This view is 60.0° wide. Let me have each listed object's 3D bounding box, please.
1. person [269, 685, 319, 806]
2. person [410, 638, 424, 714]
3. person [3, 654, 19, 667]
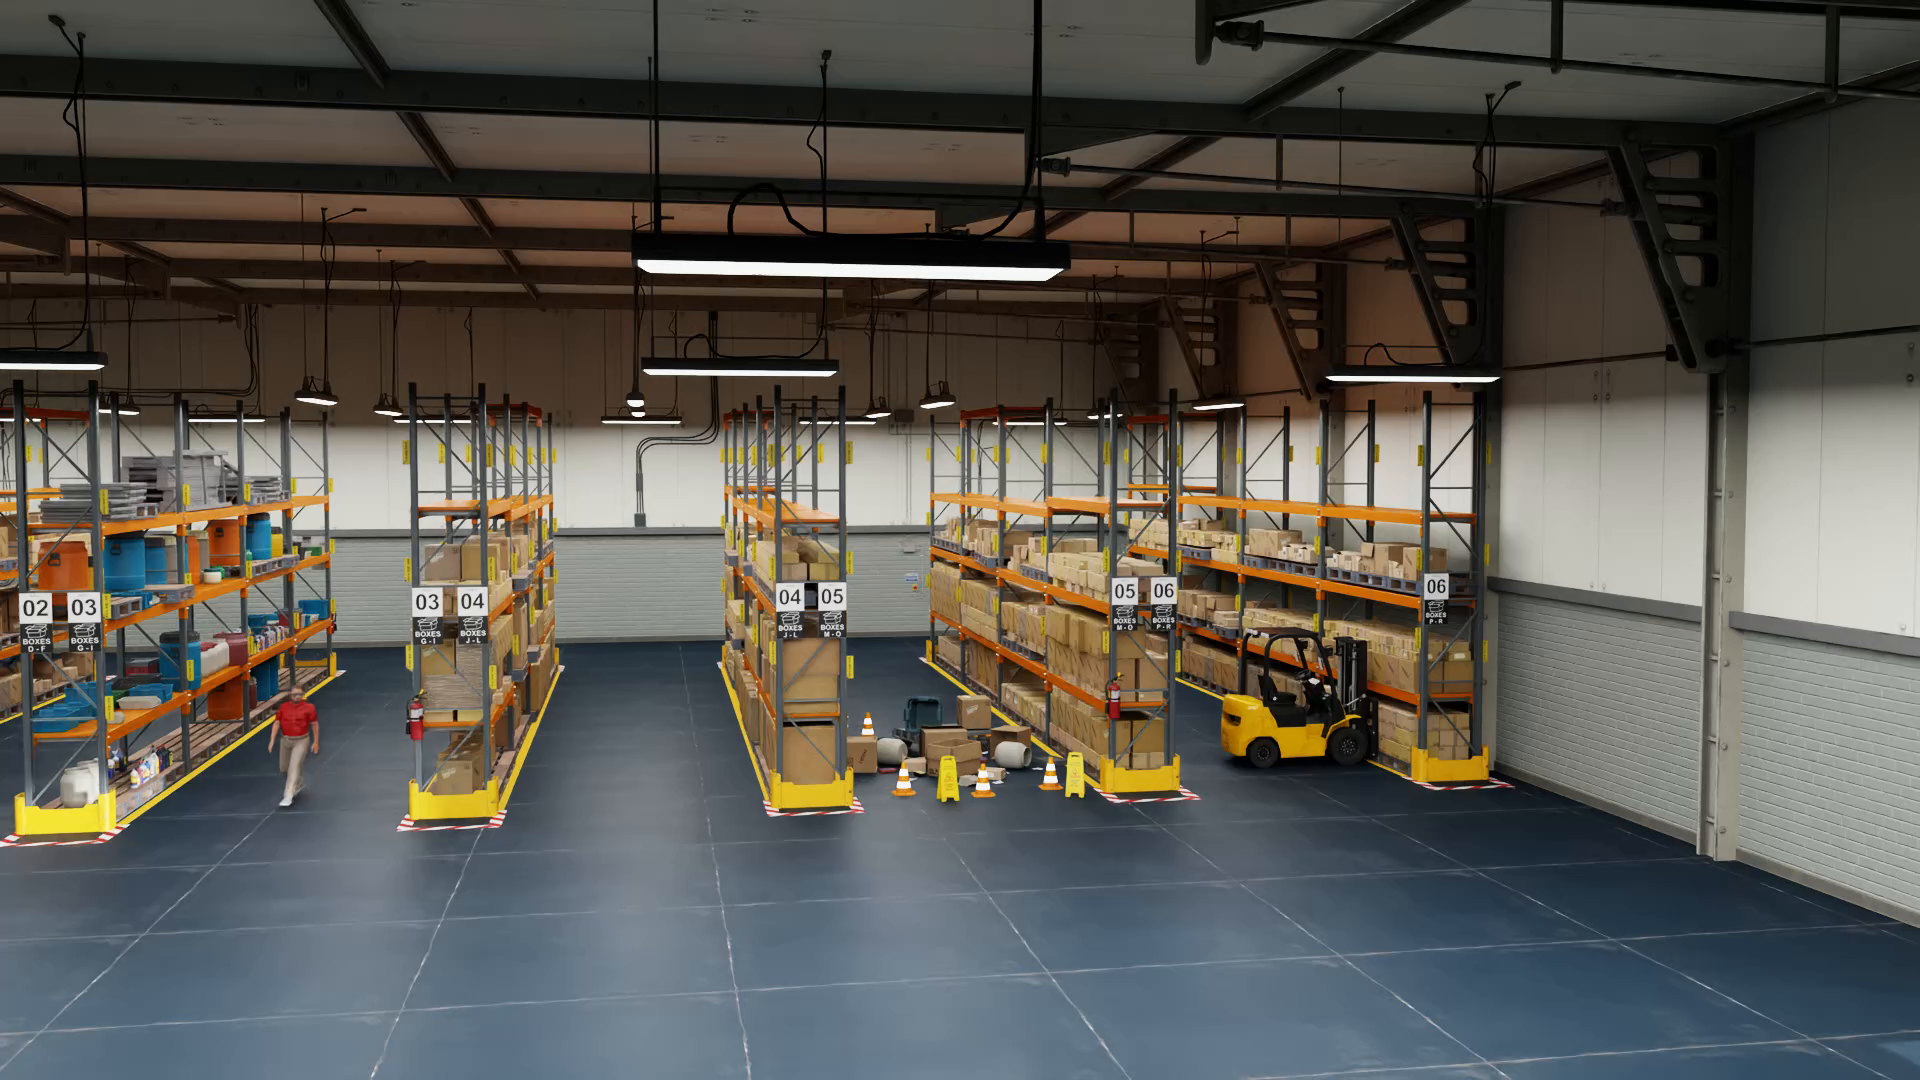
[{"bbox_3d":[-9.624,2.938,24.037,0.618,1.684,0.941,0,3,-3],"label":"person"},{"bbox_3d":[-10.456,2.472,32.573,0.576,1.801,0.684,-1,3,-24],"label":"person"},{"bbox_3d":[-21.159,2.314,37.592,0.962,1.508,0.419,-2,3,-30],"label":"person"}]
